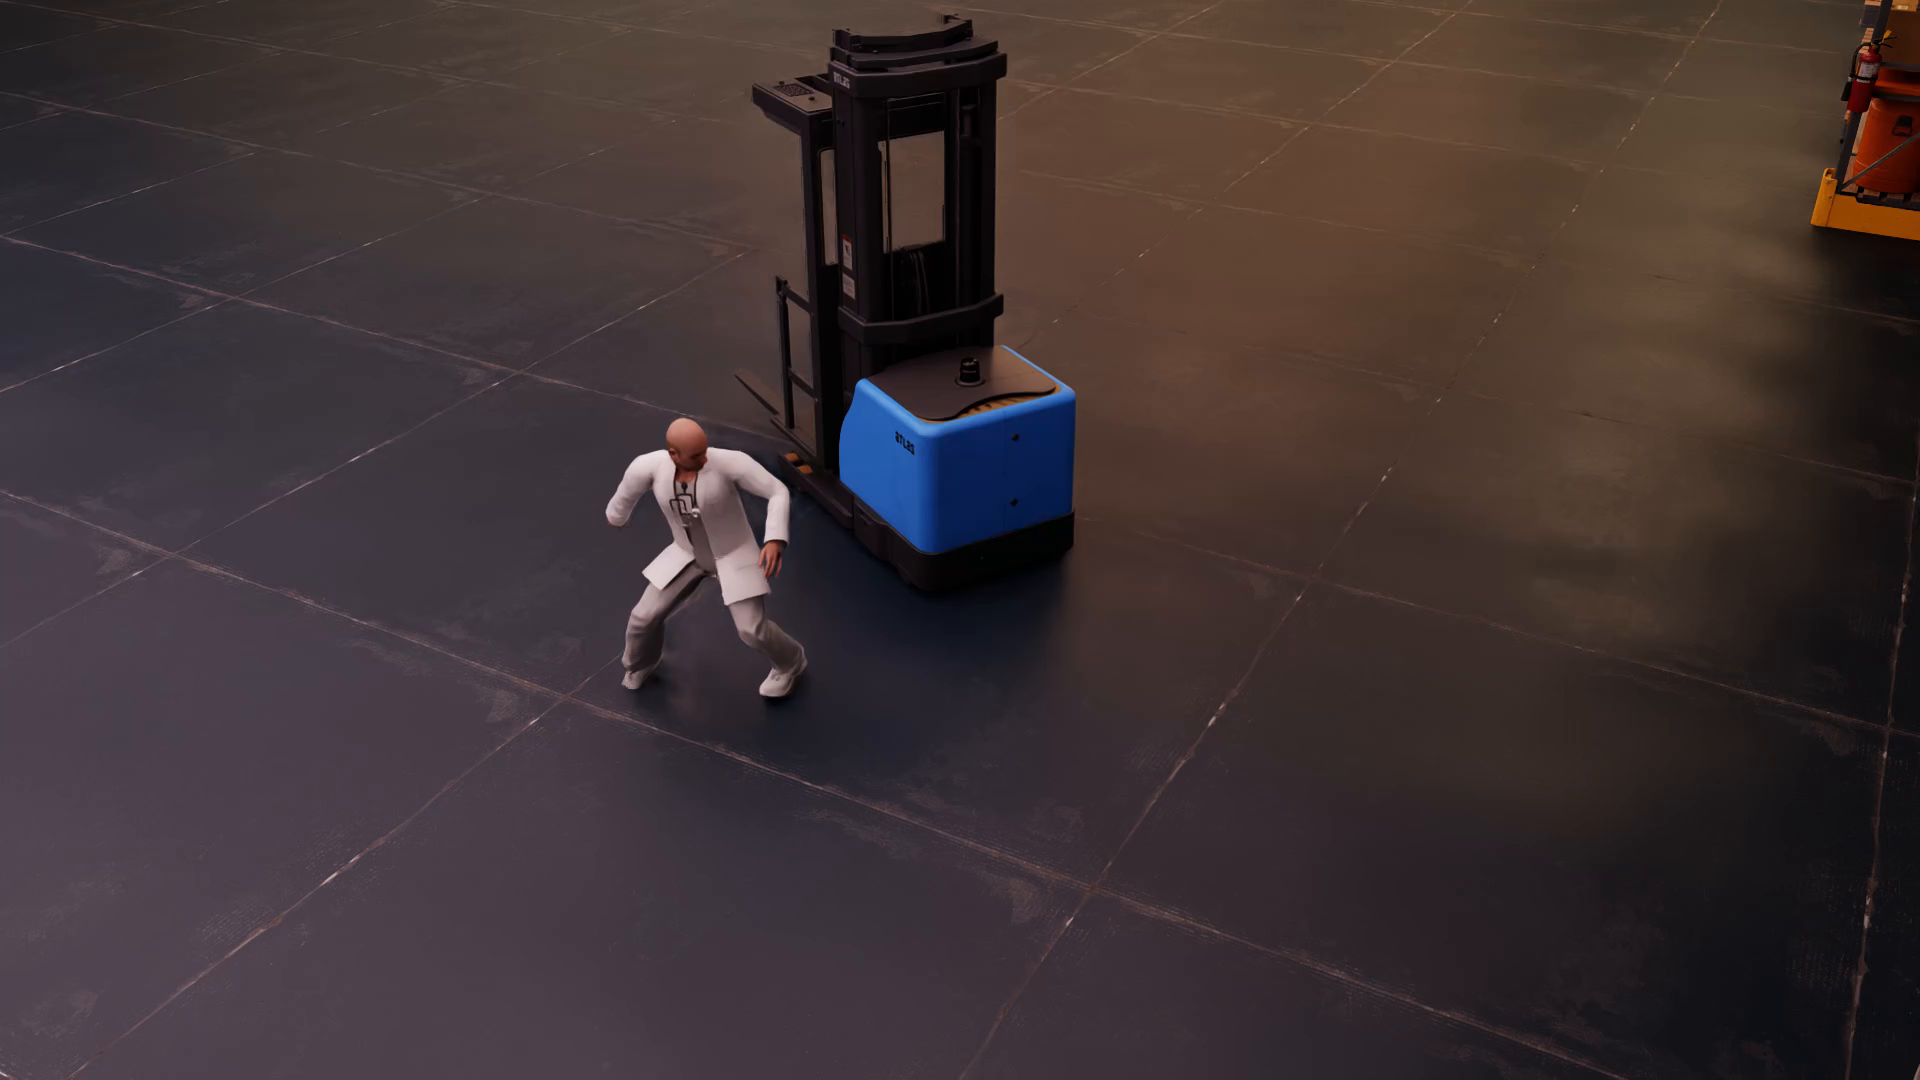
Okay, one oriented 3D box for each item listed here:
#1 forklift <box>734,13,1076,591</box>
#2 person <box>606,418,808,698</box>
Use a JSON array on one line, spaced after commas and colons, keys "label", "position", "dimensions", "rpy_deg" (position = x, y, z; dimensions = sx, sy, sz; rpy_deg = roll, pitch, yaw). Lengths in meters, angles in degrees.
[{"label": "forklift", "position": [-0.514, -1.685, 9.990], "dimensions": [1.130, 2.935, 3.031], "rpy_deg": [-17, 34, -26]}, {"label": "person", "position": [-1.319, 0.127, 8.294], "dimensions": [1.106, 1.730, 0.610], "rpy_deg": [7, 31, 12]}]
